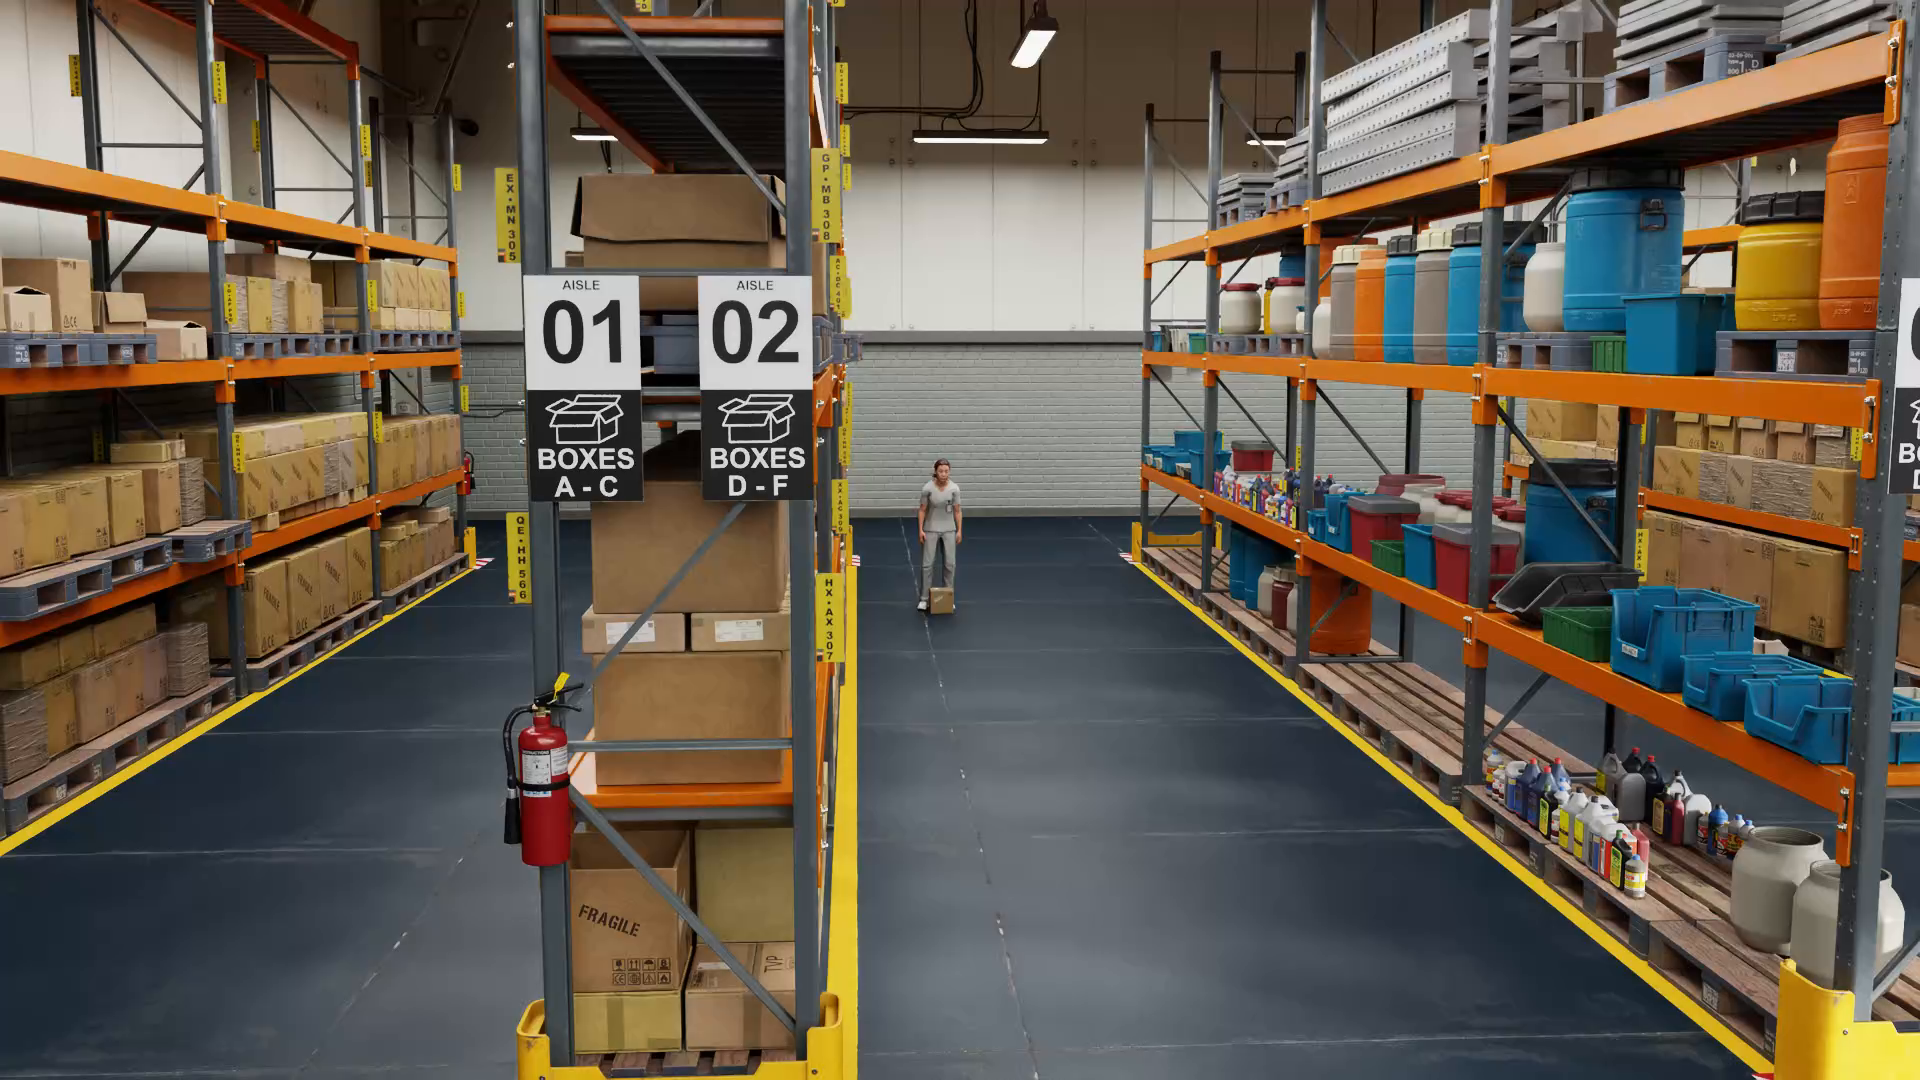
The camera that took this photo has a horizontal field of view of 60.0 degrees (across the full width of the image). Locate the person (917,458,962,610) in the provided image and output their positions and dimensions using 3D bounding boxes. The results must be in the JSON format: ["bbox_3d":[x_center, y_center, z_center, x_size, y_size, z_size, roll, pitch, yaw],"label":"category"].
[{"bbox_3d":[-0.227,-0.073,18.360,0.512,1.671,0.367,-1,7,-7],"label":"person"}]
